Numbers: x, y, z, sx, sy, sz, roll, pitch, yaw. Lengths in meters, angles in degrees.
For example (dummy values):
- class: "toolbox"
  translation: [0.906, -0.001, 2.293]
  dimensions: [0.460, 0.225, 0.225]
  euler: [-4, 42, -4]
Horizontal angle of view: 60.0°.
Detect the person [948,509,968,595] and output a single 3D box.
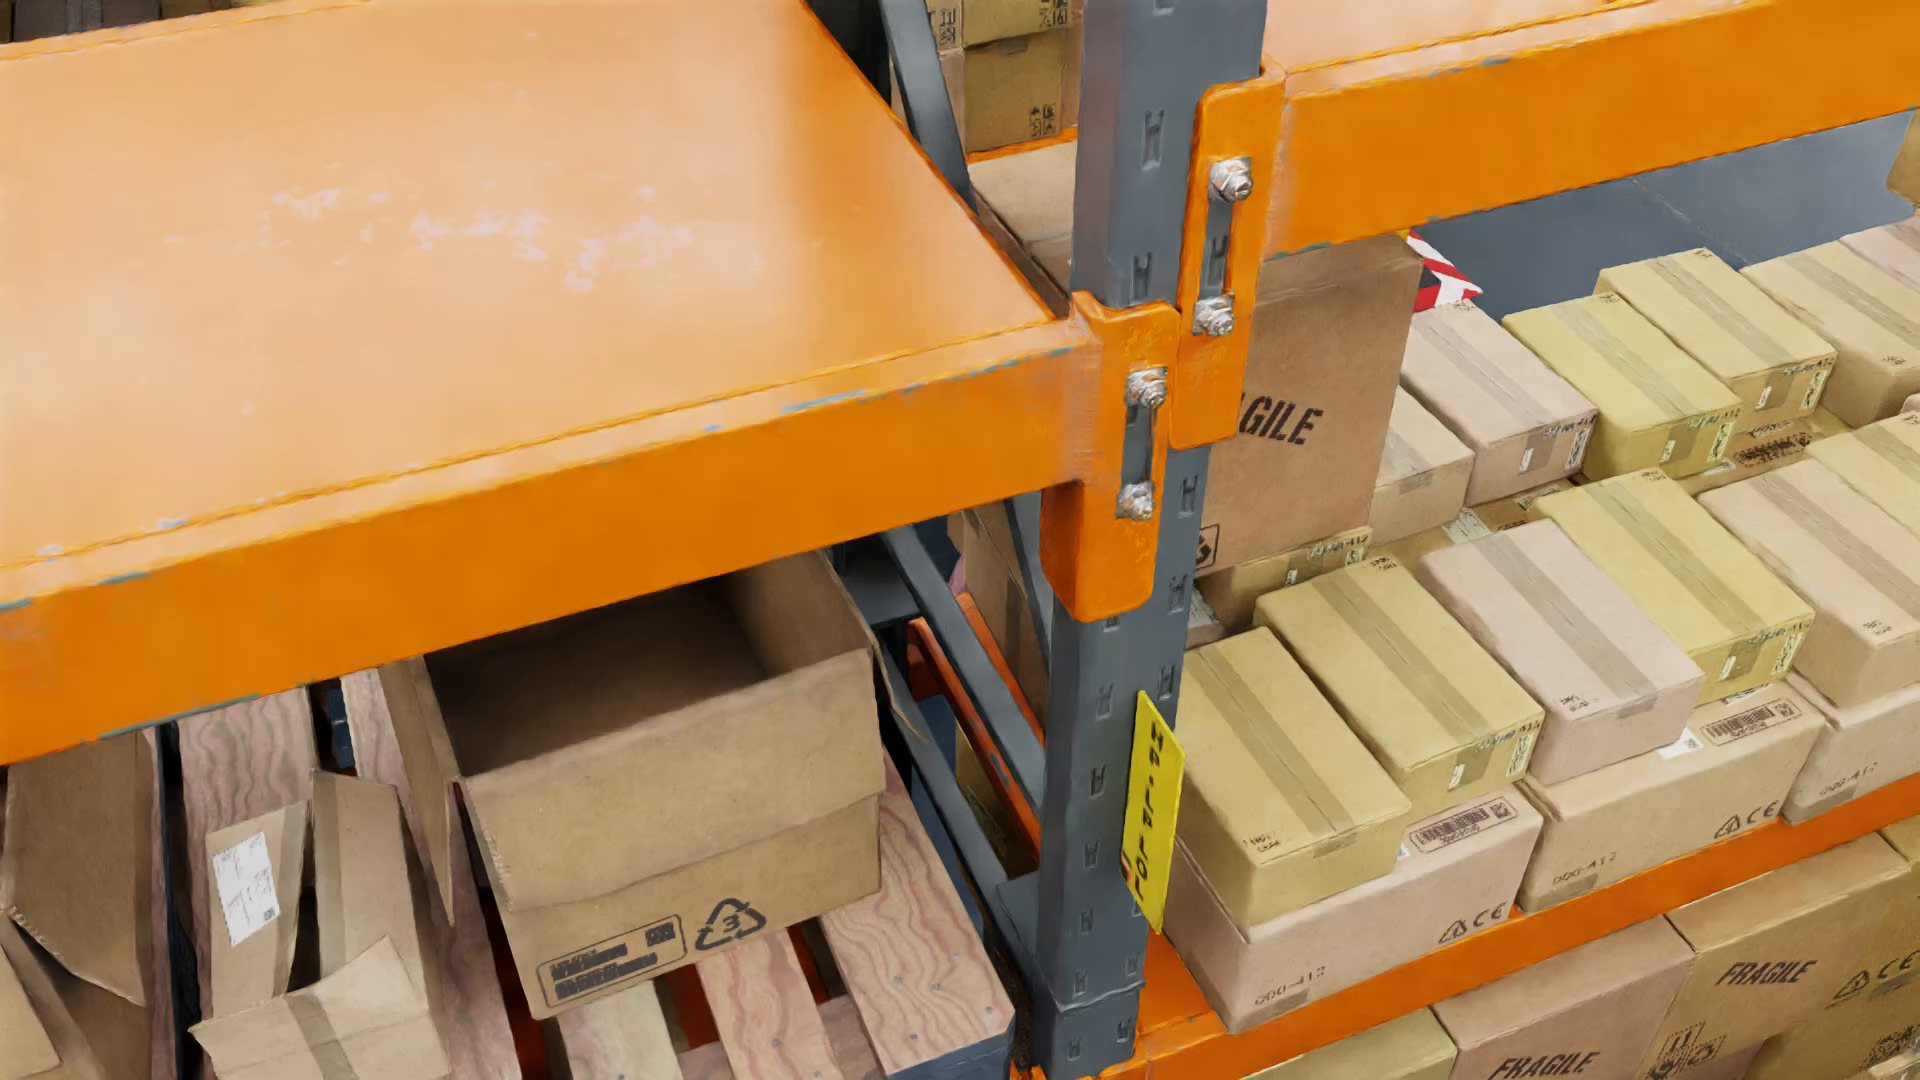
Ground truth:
- class: "person"
  translation: [0.188, -0.224, 6.416]
  dimensions: [0.466, 1.643, 0.856]
  euler: [28, 49, 28]
